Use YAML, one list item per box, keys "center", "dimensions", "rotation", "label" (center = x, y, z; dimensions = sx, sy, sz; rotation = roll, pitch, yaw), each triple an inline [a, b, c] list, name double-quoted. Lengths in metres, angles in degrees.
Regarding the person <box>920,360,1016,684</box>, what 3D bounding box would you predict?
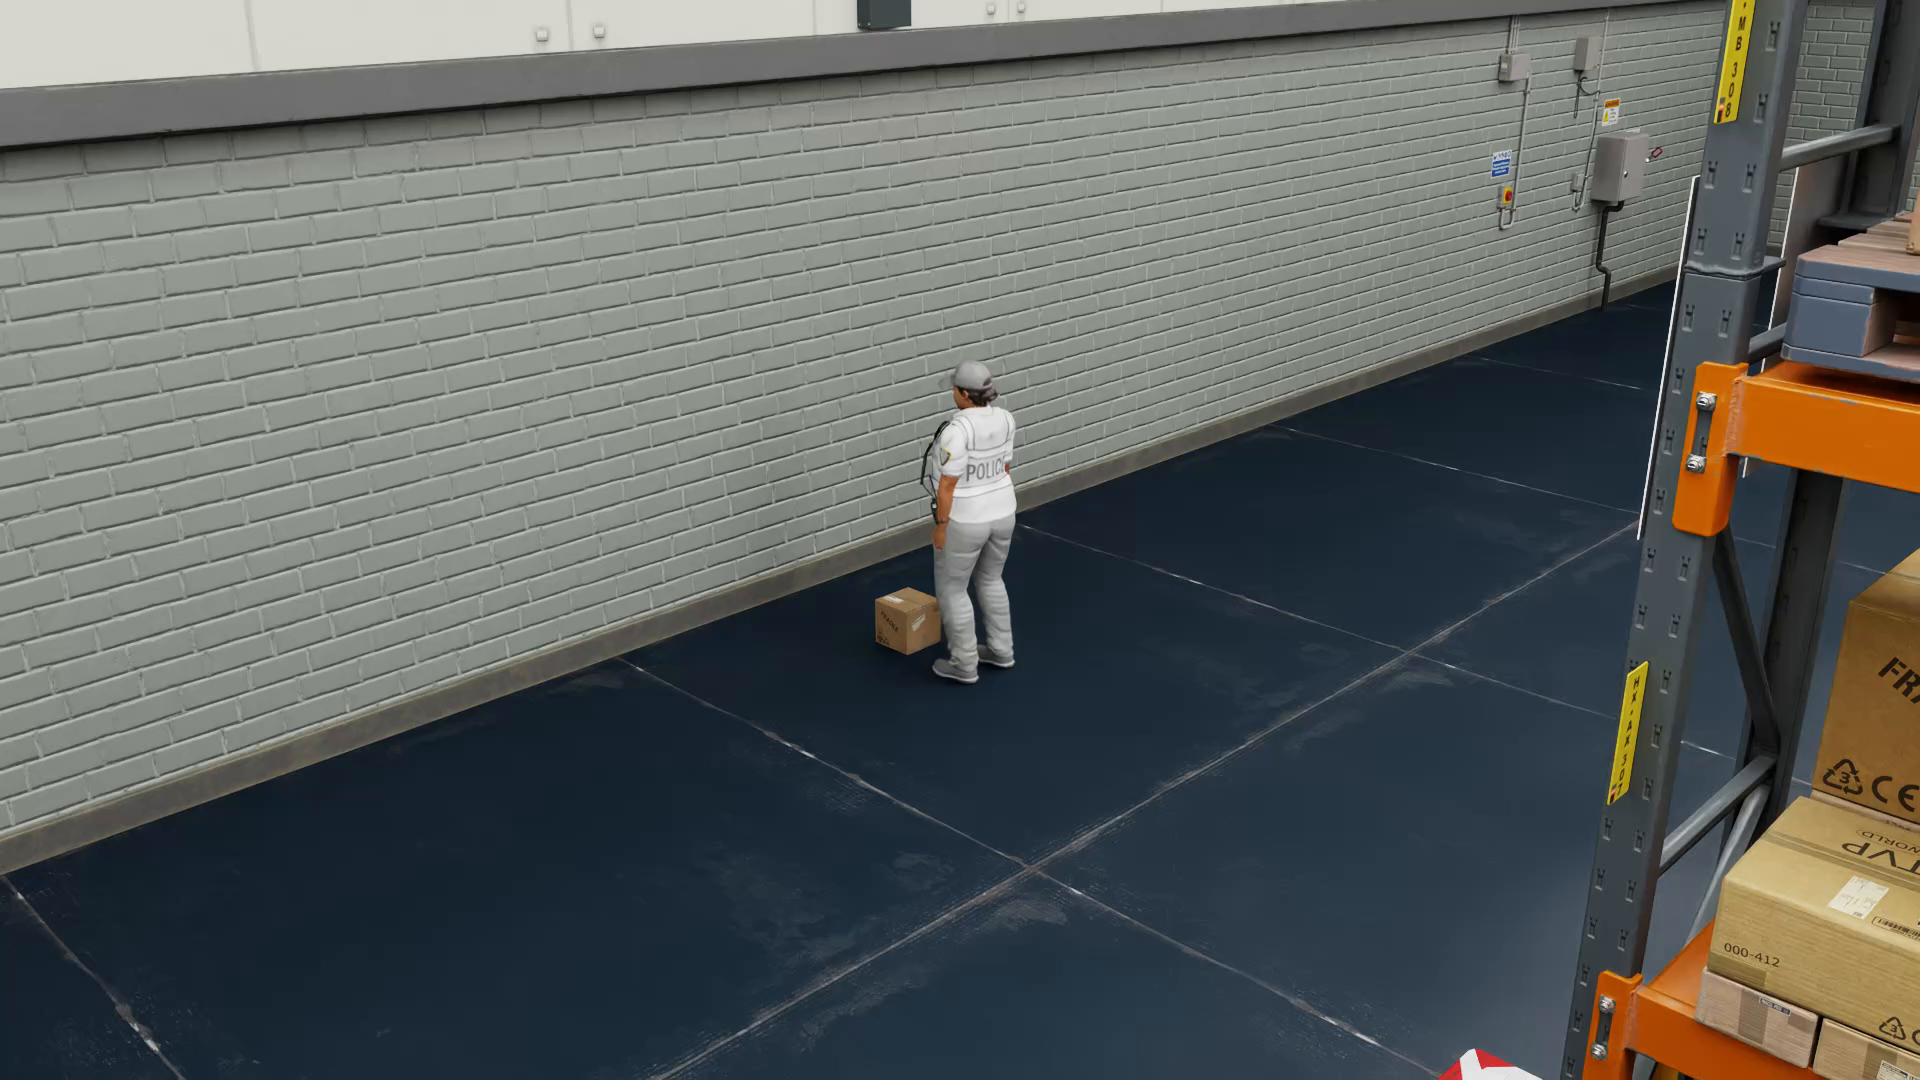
- center: [0.050, -0.098, 8.386]
  dimensions: [0.468, 1.660, 0.391]
  rotation: [-19, 28, -41]
  label: "person"
